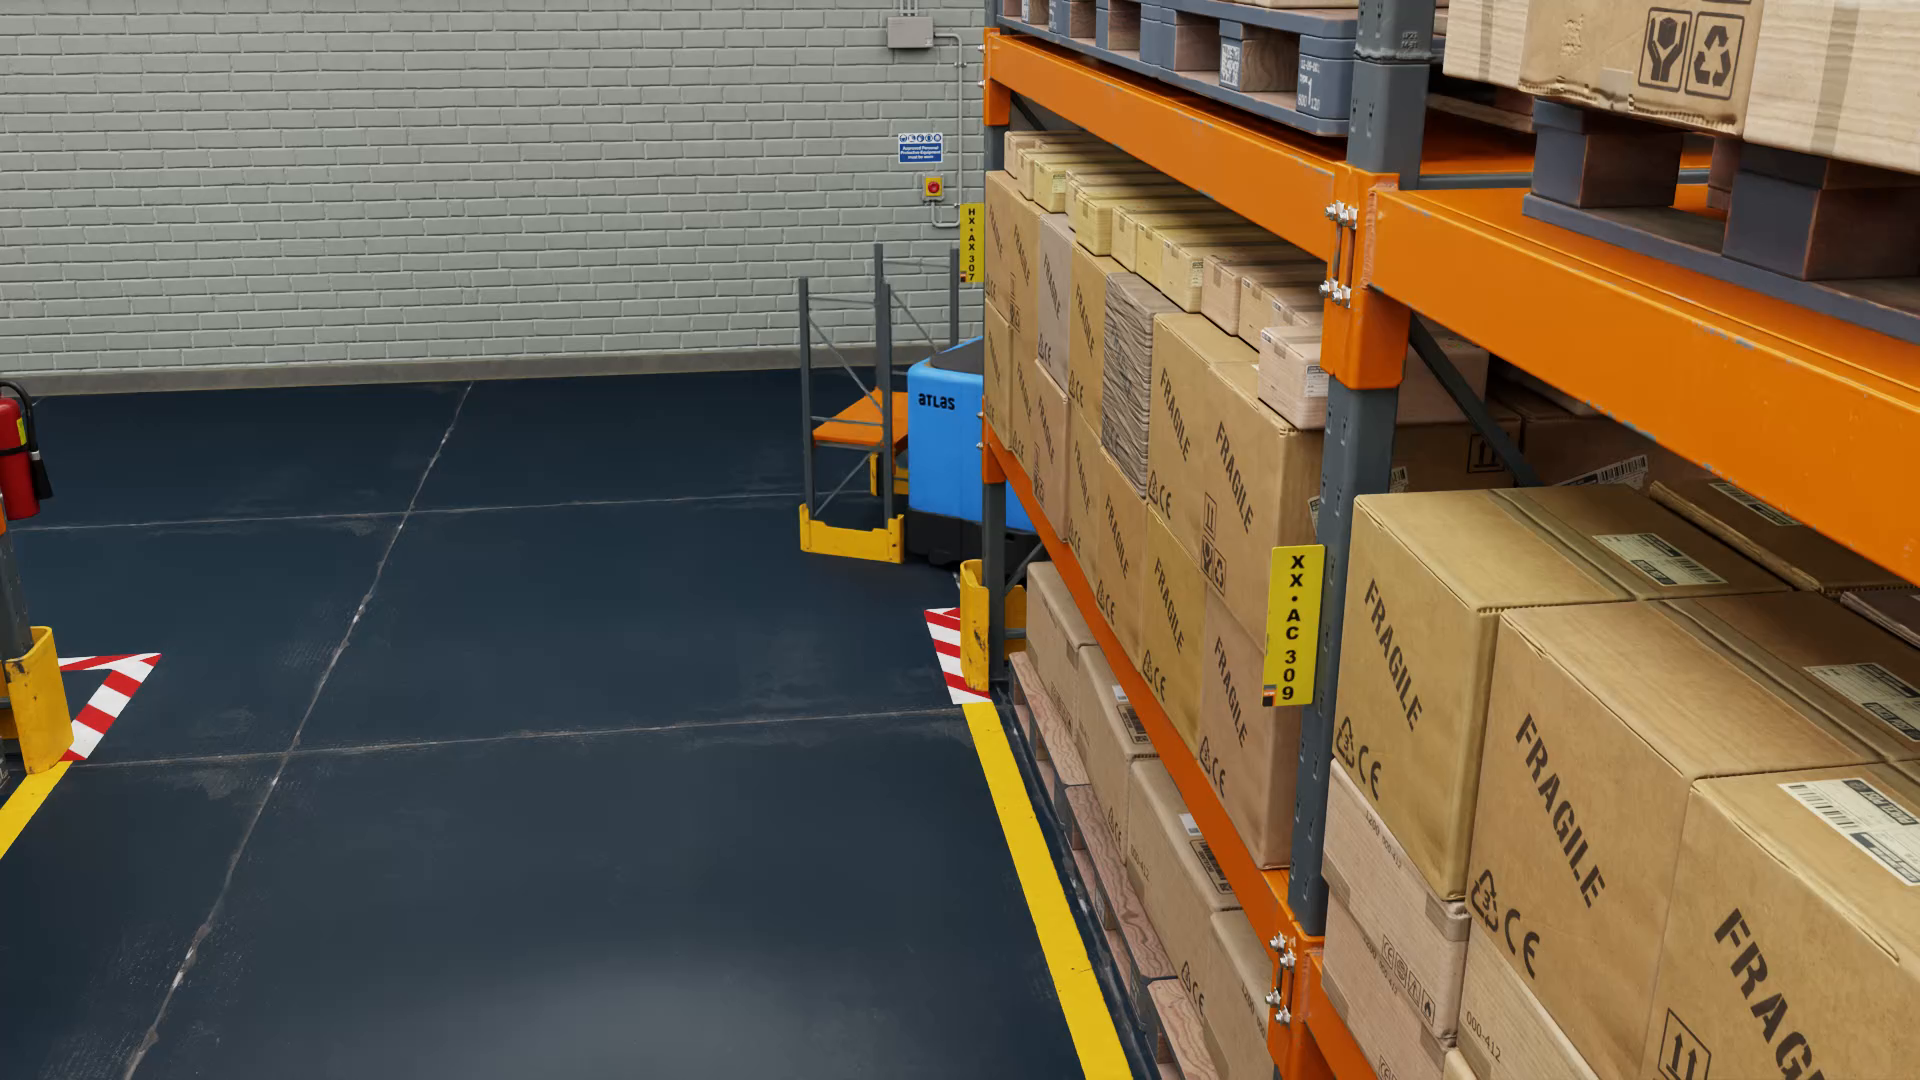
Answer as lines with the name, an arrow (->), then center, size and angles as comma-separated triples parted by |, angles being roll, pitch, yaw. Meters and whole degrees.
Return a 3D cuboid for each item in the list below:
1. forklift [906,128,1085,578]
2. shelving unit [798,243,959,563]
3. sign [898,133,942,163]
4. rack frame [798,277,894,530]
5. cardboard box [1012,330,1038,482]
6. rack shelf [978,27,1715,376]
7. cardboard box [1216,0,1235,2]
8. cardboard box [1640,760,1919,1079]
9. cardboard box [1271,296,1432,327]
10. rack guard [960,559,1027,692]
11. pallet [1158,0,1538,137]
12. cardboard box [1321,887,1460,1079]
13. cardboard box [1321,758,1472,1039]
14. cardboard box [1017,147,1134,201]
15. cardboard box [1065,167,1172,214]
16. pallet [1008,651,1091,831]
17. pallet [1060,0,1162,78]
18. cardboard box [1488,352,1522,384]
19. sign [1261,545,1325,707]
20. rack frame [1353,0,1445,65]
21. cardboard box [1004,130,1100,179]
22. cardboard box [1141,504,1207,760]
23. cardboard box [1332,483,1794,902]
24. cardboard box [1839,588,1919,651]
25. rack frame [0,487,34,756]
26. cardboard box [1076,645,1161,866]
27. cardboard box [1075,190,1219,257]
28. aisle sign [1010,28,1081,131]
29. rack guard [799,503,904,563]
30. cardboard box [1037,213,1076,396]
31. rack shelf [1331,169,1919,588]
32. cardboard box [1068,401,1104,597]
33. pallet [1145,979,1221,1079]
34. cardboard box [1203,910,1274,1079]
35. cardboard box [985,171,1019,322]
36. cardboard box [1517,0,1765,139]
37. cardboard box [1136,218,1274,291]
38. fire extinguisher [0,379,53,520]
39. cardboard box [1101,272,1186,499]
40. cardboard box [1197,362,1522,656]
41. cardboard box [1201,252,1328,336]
forklift -> 1.252, -1.158, 8.127 | 3.031, 2.935, 1.130 | 11, 23, 27
shelving unit -> -0.416, -0.788, 9.183 | 0.587, 1.500, 1.083 | 7, 22, 18
sign -> -0.292, -2.903, 12.316 | 0.327, 0.218, 0.001 | -3, 21, -8
rack frame -> -0.590, -0.618, 8.726 | 0.500, 1.500, 0.032 | 7, 22, 18
cardboard box -> 0.486, -0.499, 6.122 | 0.500, 0.500, 0.500 | -3, 21, -9
rack shelf -> 0.888, -1.182, 4.836 | 1.077, 0.370, 4.000 | -3, 21, -8
cardboard box -> 0.730, -1.249, 3.603 | 0.380, 0.149, 0.250 | -2, 21, -6
cardboard box -> 1.126, 0.578, 1.808 | 0.500, 0.500, 0.500 | -3, 21, -9
cardboard box -> 0.887, -0.428, 3.576 | 0.380, 0.149, 0.250 | -2, 21, -6
rack guard -> 0.597, 0.356, 7.548 | 1.175, 0.500, 0.348 | -3, 21, -8
pallet -> 1.069, -1.069, 3.631 | 1.003, 0.211, 1.213 | -3, 21, -8
cardboard box -> 0.979, 0.814, 2.963 | 0.500, 0.250, 0.500 | -3, 21, -9
cardboard box -> 0.961, 0.581, 2.873 | 0.500, 0.250, 0.500 | -4, 21, -9
cardboard box -> 0.409, -1.306, 5.926 | 0.380, 0.149, 0.250 | -2, 21, -6
cardboard box -> 0.555, -1.127, 5.449 | 0.380, 0.149, 0.250 | -3, 21, -7
pallet -> 0.793, 0.773, 6.846 | 1.003, 0.211, 1.213 | -3, 21, -8
pallet -> 0.897, -1.491, 4.760 | 1.003, 0.211, 1.213 | -3, 21, -8
cardboard box -> 1.335, -0.451, 3.638 | 0.380, 0.149, 0.250 | -3, 21, -7
sign -> 0.628, 0.164, 3.139 | 0.100, 0.325, 0.005 | -3, 21, -8
rack frame -> 1.177, -2.232, 2.331 | 1.000, 3.000, 0.127 | -3, 21, -8
cardboard box -> 0.377, -1.489, 6.416 | 0.380, 0.149, 0.250 | -2, 21, -7
cardboard box -> 0.777, 0.206, 4.235 | 0.500, 0.500, 0.500 | -3, 21, -9
cardboard box -> 0.956, 0.230, 2.741 | 0.500, 0.500, 0.500 | -3, 21, -7
cardboard box -> 1.571, 0.384, 2.329 | 0.500, 0.500, 0.500 | -3, 21, -7
rack frame -> -4.284, -0.522, 6.326 | 1.000, 3.000, 0.127 | -3, 21, -8
cardboard box -> 0.934, 0.737, 6.018 | 0.875, 0.438, 0.875 | -2, 21, -6
cardboard box -> 0.559, -0.950, 4.973 | 0.380, 0.149, 0.250 | -3, 21, -9
aisle sign -> 0.303, -2.035, 6.661 | 0.394, 0.787, 0.004 | -3, 21, -8
rack guard -> -0.584, -0.039, 8.962 | 0.587, 0.250, 0.087 | 7, 22, 18
cardboard box -> 0.551, -0.785, 5.459 | 0.500, 0.500, 0.500 | -3, 21, -8
rack shelf -> 1.465, 0.203, 1.128 | 1.077, 0.370, 4.000 | -3, 21, -8
cardboard box -> 0.630, -0.149, 5.186 | 0.500, 0.500, 0.500 | -2, 21, -6
pallet -> 1.144, 1.617, 4.584 | 1.003, 0.211, 1.213 | -3, 21, -8
cardboard box -> 1.192, 1.359, 4.352 | 0.875, 0.438, 0.875 | -3, 21, -9
cardboard box -> 0.387, -1.141, 6.413 | 0.500, 0.500, 0.500 | -3, 21, -9
cardboard box -> 1.017, -0.751, 1.909 | 0.500, 0.500, 0.500 | -3, 21, -9
cardboard box -> 0.696, -0.777, 4.511 | 0.380, 0.149, 0.250 | -3, 21, -9
fire extinguisher -> -3.863, -0.422, 6.701 | 0.296, 0.674, 0.183 | -3, 21, -8
cardboard box -> 0.688, -0.438, 4.530 | 0.500, 0.500, 0.500 | -3, 21, -7
cardboard box -> 0.835, -0.086, 3.588 | 0.500, 0.500, 0.500 | -3, 21, -8
cardboard box -> 0.806, -0.602, 4.041 | 0.380, 0.149, 0.250 | -3, 21, -8
